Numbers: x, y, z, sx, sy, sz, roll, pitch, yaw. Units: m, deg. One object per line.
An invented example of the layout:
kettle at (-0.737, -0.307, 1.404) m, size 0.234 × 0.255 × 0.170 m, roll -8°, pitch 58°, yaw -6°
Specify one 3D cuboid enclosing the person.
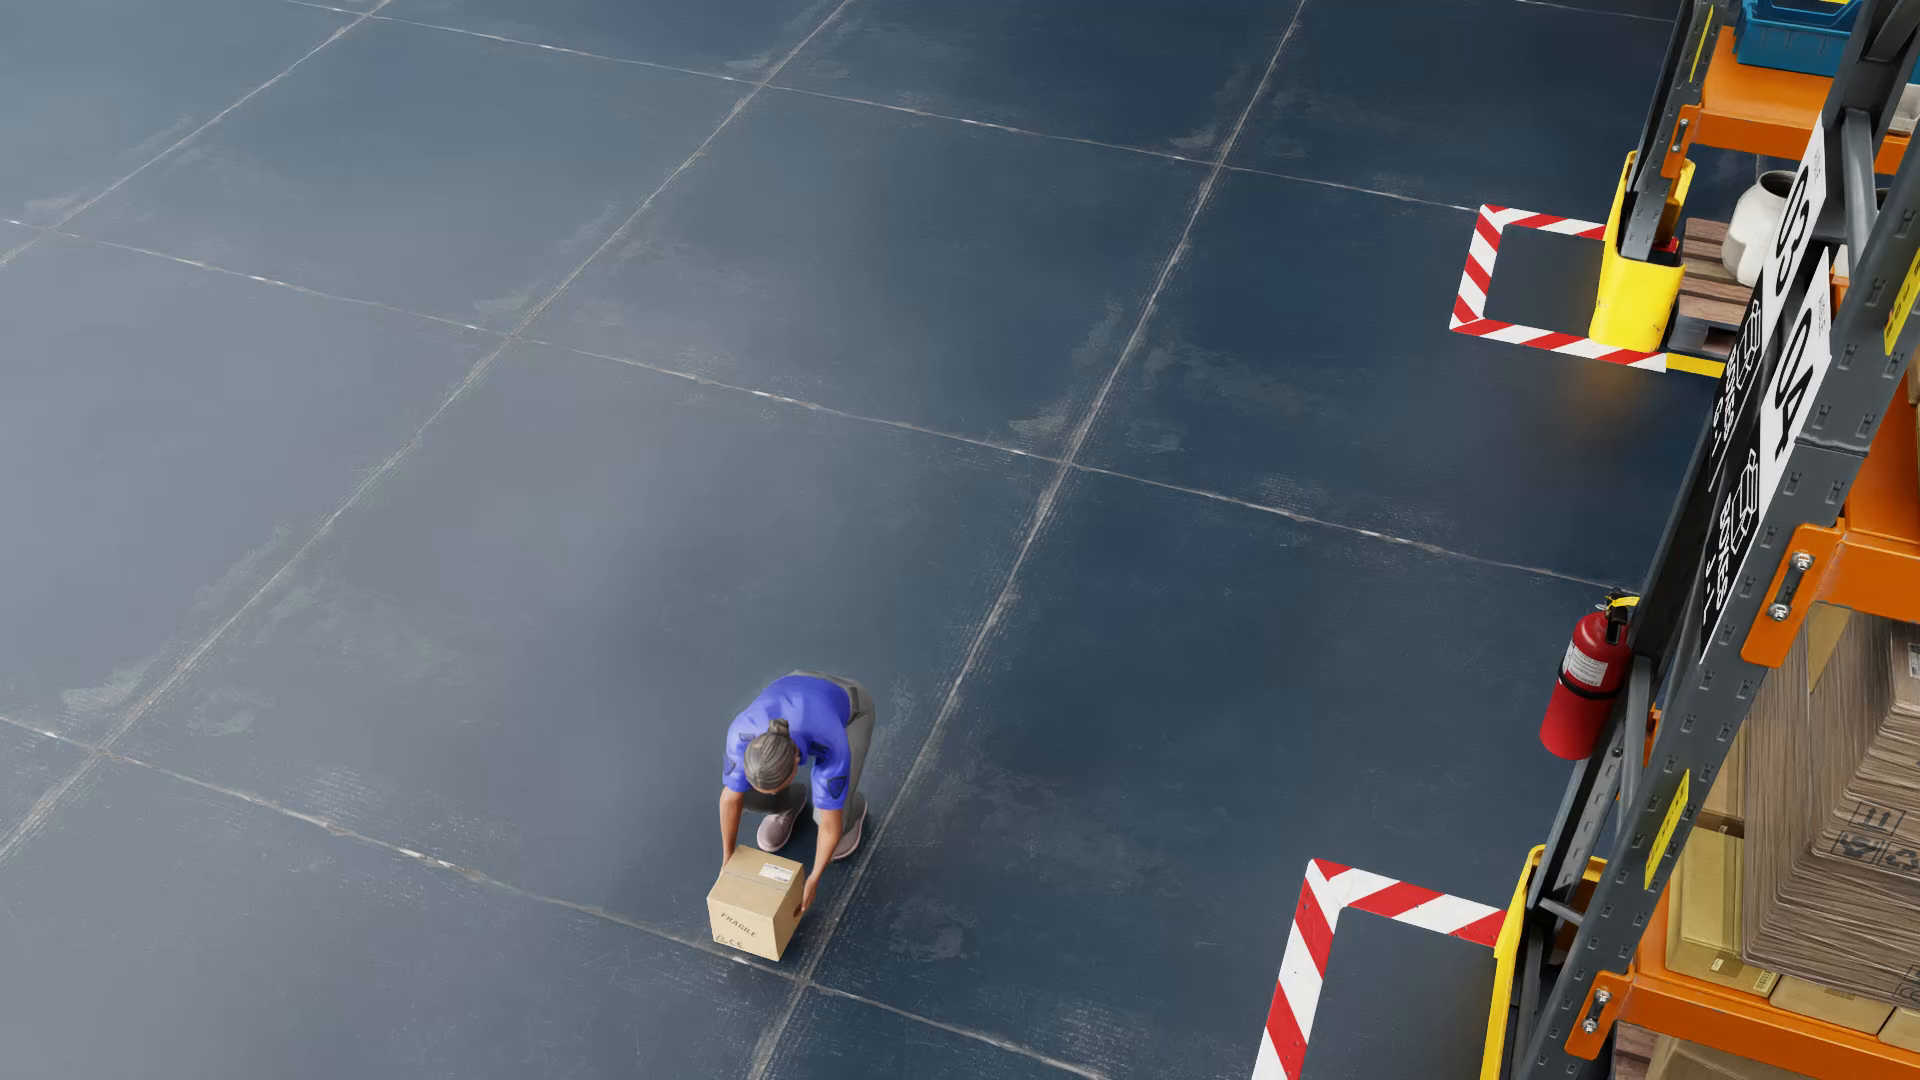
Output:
person at (-0.556, 0.799, 5.834) m, size 0.475 × 0.911 × 0.805 m, roll 14°, pitch 44°, yaw 15°
